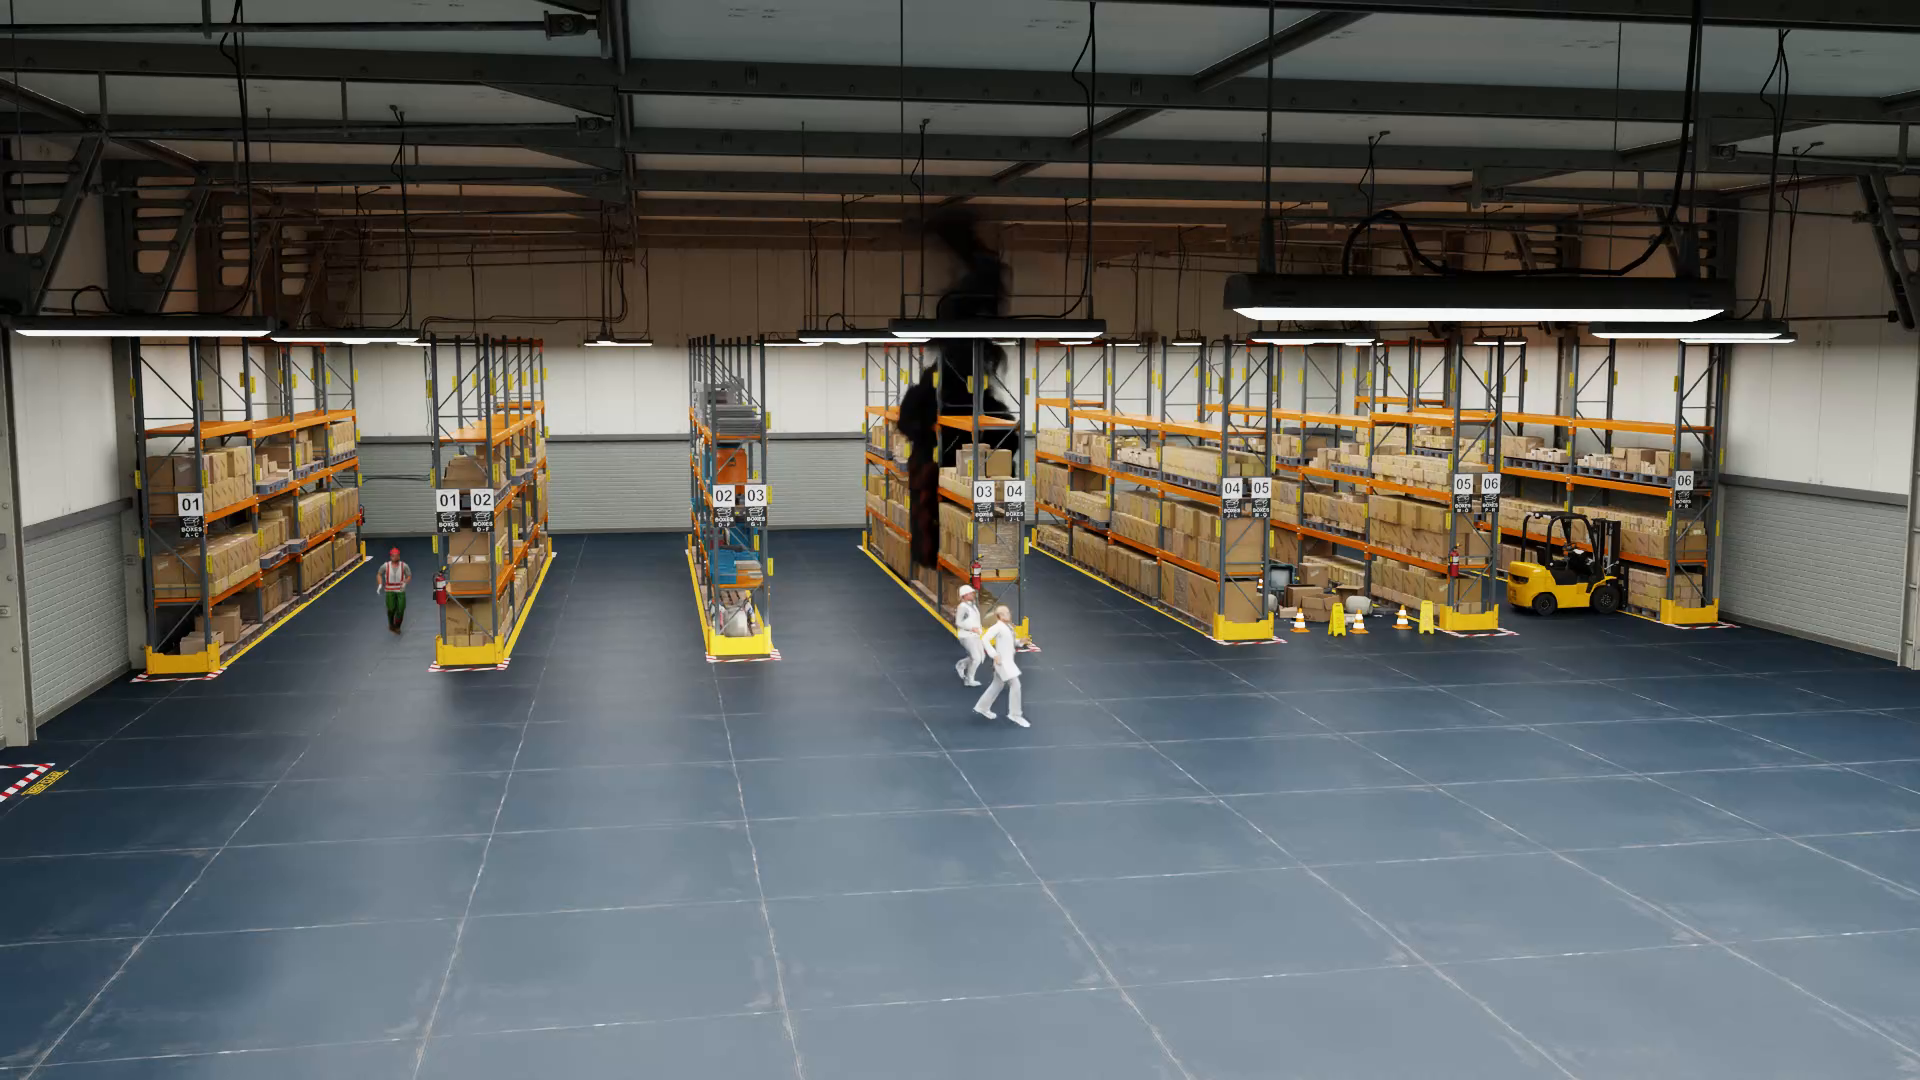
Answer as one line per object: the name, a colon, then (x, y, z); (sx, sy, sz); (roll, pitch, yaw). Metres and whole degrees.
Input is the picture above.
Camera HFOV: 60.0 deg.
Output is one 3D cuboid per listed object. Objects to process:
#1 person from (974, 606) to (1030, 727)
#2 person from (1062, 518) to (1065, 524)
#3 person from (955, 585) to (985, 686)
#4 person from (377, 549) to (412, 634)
person: (0.644, 1.968, 25.438); (0.903, 1.746, 0.677); (1, 7, 9)
person: (3.156, -0.760, 50.019); (1.025, 1.462, 0.654); (5, 8, 35)
person: (0.154, 1.627, 28.322); (0.607, 1.722, 0.656); (3, 7, 23)
person: (-11.320, 1.036, 33.315); (0.659, 1.737, 0.677); (-3, 7, -23)
